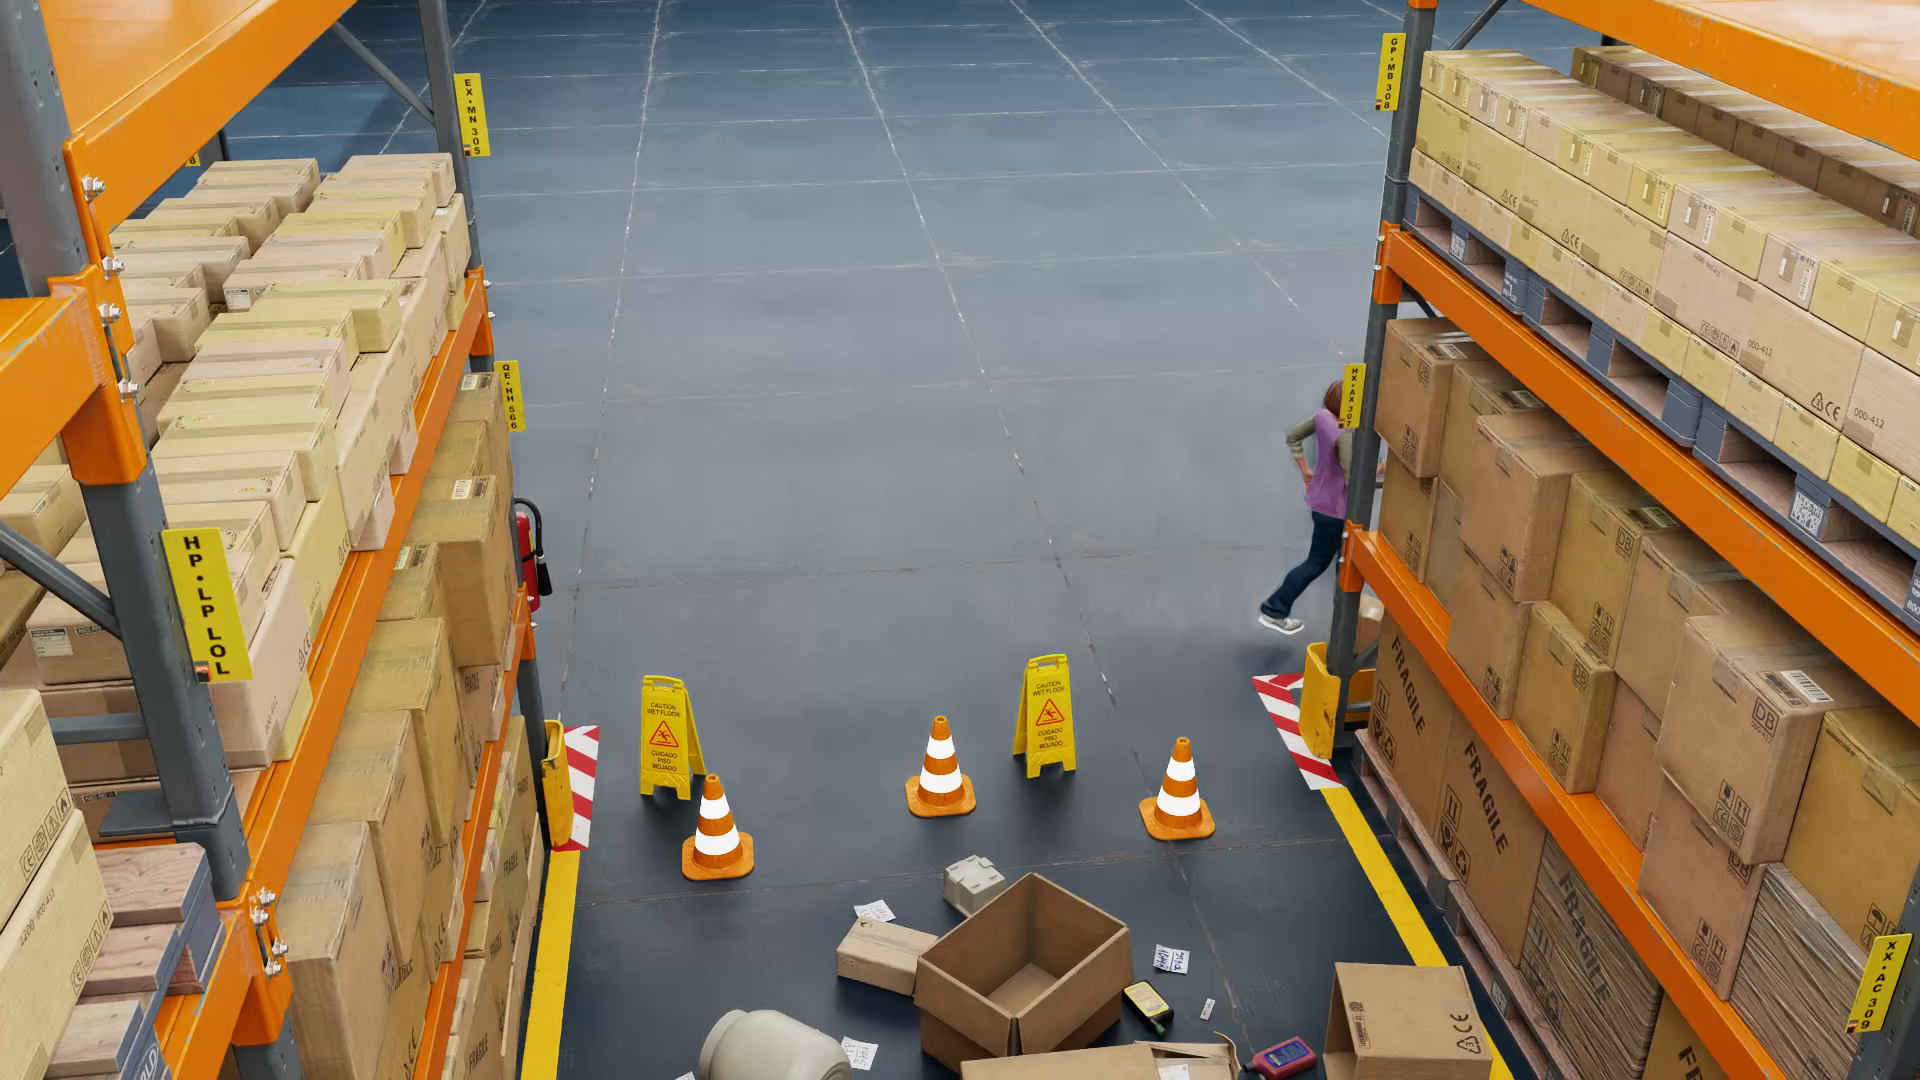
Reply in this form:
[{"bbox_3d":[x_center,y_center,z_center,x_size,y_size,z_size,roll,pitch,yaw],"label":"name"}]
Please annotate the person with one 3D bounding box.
[{"bbox_3d":[2.121,-0.176,9.382,0.782,1.598,0.532,-1,28,-1],"label":"person"}]
